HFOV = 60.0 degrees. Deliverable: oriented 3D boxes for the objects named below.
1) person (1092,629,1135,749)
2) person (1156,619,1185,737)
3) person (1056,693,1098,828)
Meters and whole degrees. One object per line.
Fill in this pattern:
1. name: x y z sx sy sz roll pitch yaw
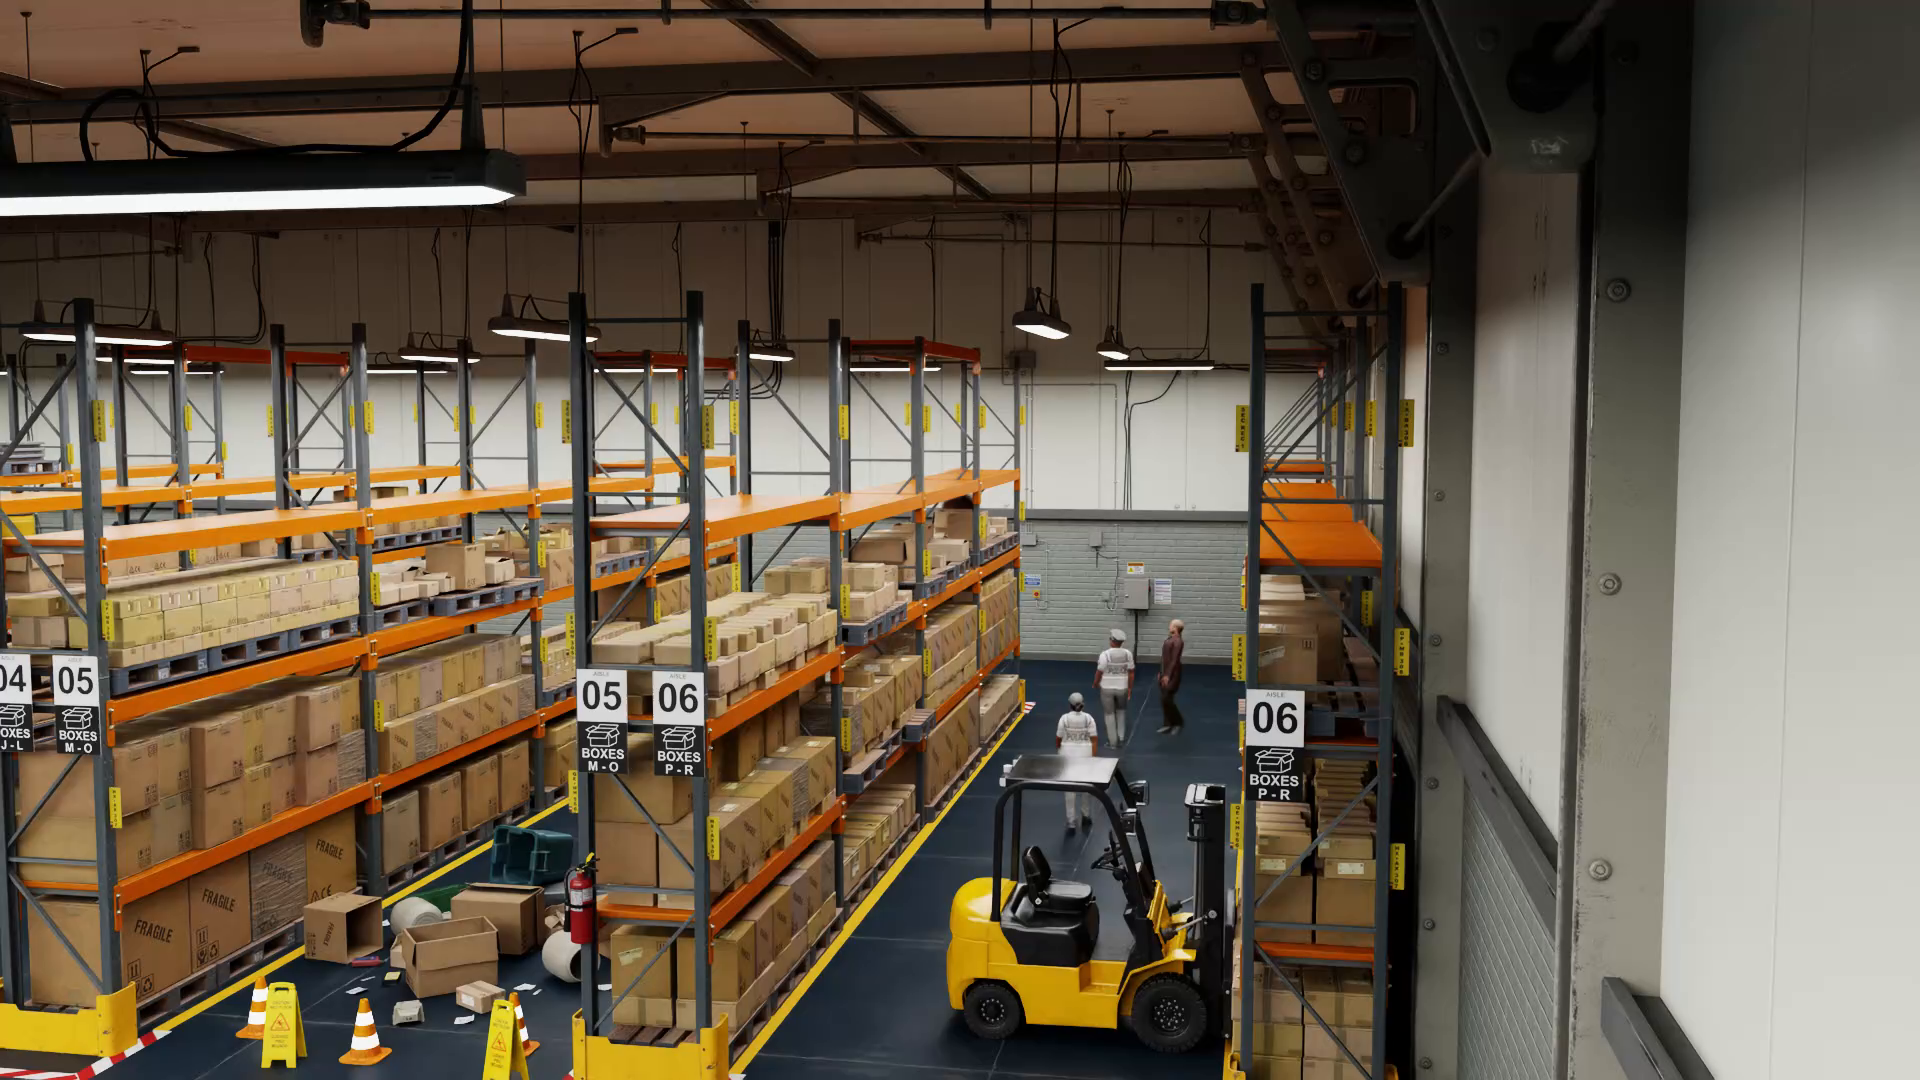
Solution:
1. person: 2.261 2.200 24.402 0.584 1.824 0.595 -1 5 -7
2. person: 3.238 2.112 25.664 0.483 1.789 0.598 -1 5 -14
3. person: 1.438 2.693 20.420 0.497 1.679 0.729 0 5 3
